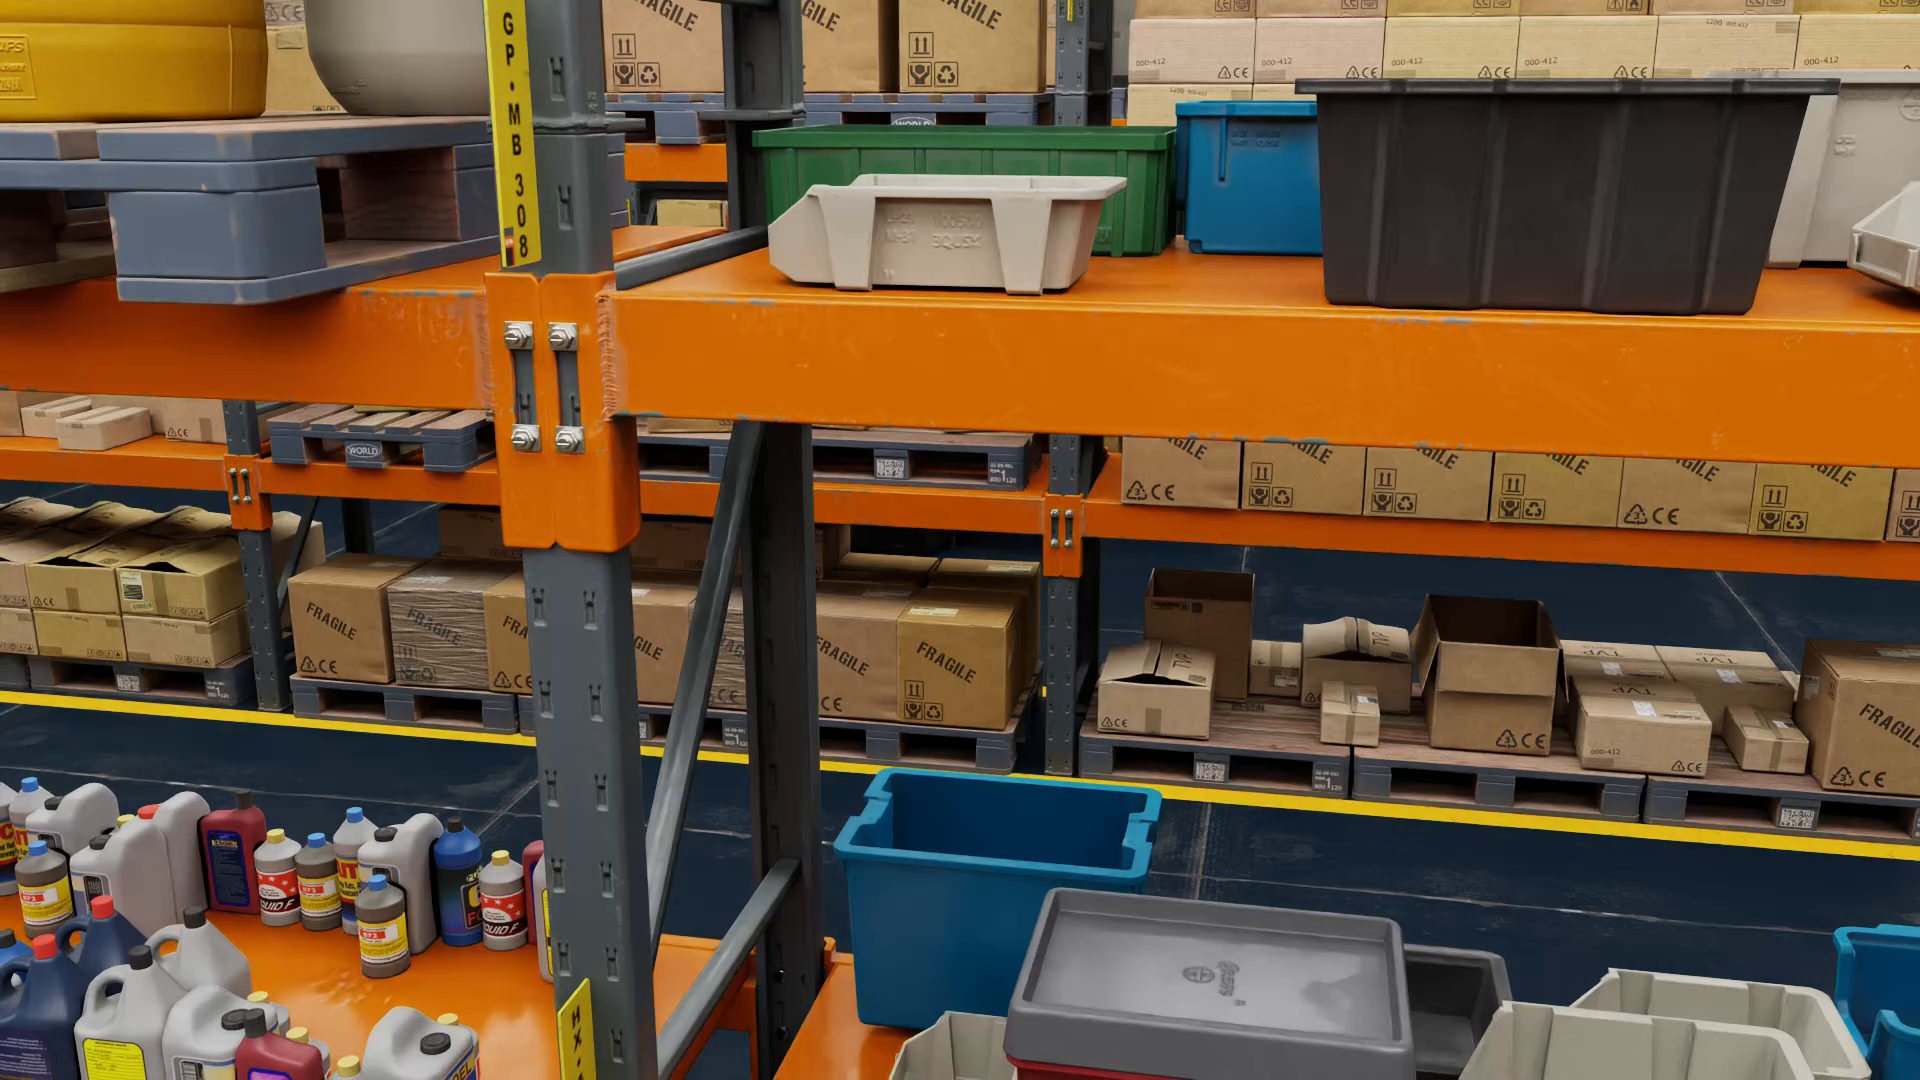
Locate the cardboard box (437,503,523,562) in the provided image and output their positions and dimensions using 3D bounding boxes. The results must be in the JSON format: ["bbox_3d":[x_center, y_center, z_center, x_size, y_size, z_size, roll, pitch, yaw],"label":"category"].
[{"bbox_3d":[-2.353,-0.087,8.642,0.500,0.250,0.500,4,16,13],"label":"cardboard box"}]

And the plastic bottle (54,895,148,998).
[{"bbox_3d":[-1.561,0.813,3.032,0.185,0.351,0.144,3,16,11],"label":"plastic bottle"}]

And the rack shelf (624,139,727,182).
[{"bbox_3d":[-1.412,-1.701,7.743,4.000,0.370,1.077,3,16,11],"label":"rack shelf"}]

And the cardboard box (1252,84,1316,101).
[{"bbox_3d":[1.464,-1.751,6.856,0.500,0.250,0.500,3,16,11],"label":"cardboard box"}]

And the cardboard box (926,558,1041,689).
[{"bbox_3d":[0.122,0.407,8.261,0.500,0.500,0.500,2,16,9],"label":"cardboard box"}]

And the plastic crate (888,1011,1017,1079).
[{"bbox_3d":[-0.015,0.960,2.789,0.243,0.136,0.396,3,16,11],"label":"plastic crate"}]

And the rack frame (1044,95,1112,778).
[{"bbox_3d":[0.548,-0.496,7.663,0.127,3.000,1.000,3,16,11],"label":"rack frame"}]

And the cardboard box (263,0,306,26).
[{"bbox_3d":[-2.946,-2.659,7.794,0.500,0.500,0.500,3,16,11],"label":"cardboard box"}]

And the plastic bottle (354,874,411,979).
[{"bbox_3d":[-1.186,0.785,3.410,0.097,0.201,0.097,0,15,0],"label":"plastic bottle"}]

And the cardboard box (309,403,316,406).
[{"bbox_3d":[-5.067,-1.176,13.976,0.500,0.500,0.700,3,16,10],"label":"cardboard box"}]

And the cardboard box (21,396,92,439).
[{"bbox_3d":[-4.633,-0.641,8.657,0.250,0.149,0.380,4,16,15],"label":"cardboard box"}]

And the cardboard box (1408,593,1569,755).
[{"bbox_3d":[2.390,0.594,7.582,0.637,0.503,0.797,3,16,11],"label":"cardboard box"}]

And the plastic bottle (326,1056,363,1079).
[{"bbox_3d":[-1.013,0.960,2.779,0.097,0.201,0.097,0,15,0],"label":"plastic bottle"}]

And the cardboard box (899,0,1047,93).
[{"bbox_3d":[0.069,-2.286,7.346,0.600,0.600,0.600,2,16,6],"label":"cardboard box"}]

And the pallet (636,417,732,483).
[{"bbox_3d":[-1.465,-0.514,8.088,1.213,0.211,1.003,3,16,11],"label":"pallet"}]

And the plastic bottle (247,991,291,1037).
[{"bbox_3d":[-1.245,0.906,2.975,0.097,0.201,0.097,0,15,0],"label":"plastic bottle"}]

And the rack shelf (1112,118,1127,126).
[{"bbox_3d":[-0.429,-2.997,12.422,4.000,0.370,1.077,3,16,11],"label":"rack shelf"}]

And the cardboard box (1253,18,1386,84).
[{"bbox_3d":[1.465,-1.993,6.794,0.500,0.250,0.500,3,16,11],"label":"cardboard box"}]

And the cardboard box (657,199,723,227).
[{"bbox_3d":[-1.967,-2.474,12.618,0.500,0.250,0.500,3,16,12],"label":"cardboard box"}]

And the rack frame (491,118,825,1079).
[{"bbox_3d":[-0.443,0.800,2.986,0.127,3.000,1.000,3,16,11],"label":"rack frame"}]

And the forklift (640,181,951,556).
[{"bbox_3d":[-1.502,-1.493,11.392,3.031,2.935,1.130,4,16,15],"label":"forklift"}]

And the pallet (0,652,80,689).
[{"bbox_3d":[-5.363,0.516,9.235,1.213,0.211,1.003,3,16,11],"label":"pallet"}]

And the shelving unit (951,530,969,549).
[{"bbox_3d":[0.356,-0.691,11.178,0.755,1.500,0.431,4,16,15],"label":"shelving unit"}]

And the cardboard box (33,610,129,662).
[{"bbox_3d":[-4.442,0.423,8.709,0.500,0.250,0.500,3,16,10],"label":"cardboard box"}]

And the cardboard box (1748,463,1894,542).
[{"bbox_3d":[3.465,-0.311,6.807,0.500,0.500,0.500,3,16,12],"label":"cardboard box"}]

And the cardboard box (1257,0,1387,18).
[{"bbox_3d":[1.494,-2.392,6.829,0.500,0.500,0.700,3,16,11],"label":"cardboard box"}]

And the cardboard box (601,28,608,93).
[{"bbox_3d":[-1.929,-2.133,7.768,0.500,0.500,0.910,3,16,11],"label":"cardboard box"}]

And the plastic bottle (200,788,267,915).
[{"bbox_3d":[-1.588,0.678,3.646,0.133,0.283,0.061,3,16,11],"label":"plastic bottle"}]

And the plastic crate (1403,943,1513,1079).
[{"bbox_3d":[0.707,0.893,3.054,0.590,0.125,0.437,3,16,11],"label":"plastic crate"}]

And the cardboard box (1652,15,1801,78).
[{"bbox_3d":[2.934,-1.912,6.501,0.500,0.250,0.500,3,16,11],"label":"cardboard box"}]

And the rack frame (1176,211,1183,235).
[{"bbox_3d":[1.531,-1.792,12.342,0.127,3.000,1.000,3,16,11],"label":"rack frame"}]

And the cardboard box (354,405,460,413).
[{"bbox_3d":[-2.733,-0.955,8.348,0.500,0.500,0.700,-2,16,-8],"label":"cardboard box"}]

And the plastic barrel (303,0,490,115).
[{"bbox_3d":[-0.909,-1.007,2.849,0.433,0.535,0.433,0,15,0],"label":"plastic barrel"}]

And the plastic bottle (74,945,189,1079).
[{"bbox_3d":[-1.409,0.860,2.860,0.185,0.351,0.144,3,16,11],"label":"plastic bottle"}]

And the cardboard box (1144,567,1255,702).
[{"bbox_3d":[1.163,0.453,8.097,0.500,0.500,0.500,3,16,11],"label":"cardboard box"}]

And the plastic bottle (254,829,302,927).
[{"bbox_3d":[-1.478,0.728,3.617,0.097,0.201,0.097,0,15,0],"label":"plastic bottle"}]

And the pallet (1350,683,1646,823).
[{"bbox_3d":[2.420,0.949,7.671,1.213,0.211,1.003,3,16,11],"label":"pallet"}]

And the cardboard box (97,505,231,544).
[{"bbox_3d":[-4.343,0.013,9.138,0.500,0.311,0.500,3,16,10],"label":"cardboard box"}]

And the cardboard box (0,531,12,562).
[{"bbox_3d":[-5.430,0.100,8.827,0.500,0.311,0.500,4,16,13],"label":"cardboard box"}]

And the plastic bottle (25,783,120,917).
[{"bbox_3d":[-1.955,0.674,3.674,0.135,0.276,0.152,3,16,11],"label":"plastic bottle"}]

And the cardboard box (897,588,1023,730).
[{"bbox_3d":[0.007,0.545,7.762,0.500,0.500,0.500,3,16,11],"label":"cardboard box"}]

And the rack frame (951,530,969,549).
[{"bbox_3d":[0.002,-0.717,11.270,0.023,1.500,0.400,4,16,15],"label":"rack frame"}]

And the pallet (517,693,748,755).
[{"bbox_3d":[-1.456,0.750,8.388,1.213,0.211,1.003,3,16,11],"label":"pallet"}]

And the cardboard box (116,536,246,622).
[{"bbox_3d":[-3.934,0.180,8.536,0.500,0.311,0.500,4,16,13],"label":"cardboard box"}]

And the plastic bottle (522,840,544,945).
[{"bbox_3d":[-0.848,0.718,3.501,0.133,0.283,0.061,3,16,11],"label":"plastic bottle"}]

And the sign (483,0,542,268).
[{"bbox_3d":[-0.555,-0.506,2.065,0.005,0.325,0.100,3,16,11],"label":"sign"}]

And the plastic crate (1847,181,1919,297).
[{"bbox_3d":[1.402,-0.351,2.015,0.530,0.136,0.437,3,16,11],"label":"plastic crate"}]

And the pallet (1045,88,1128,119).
[{"bbox_3d":[0.623,-3.181,12.097,1.217,0.209,0.805,2,16,9],"label":"pallet"}]

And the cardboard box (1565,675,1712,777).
[{"bbox_3d":[2.961,0.807,7.286,0.500,0.250,0.500,3,16,11],"label":"cardboard box"}]

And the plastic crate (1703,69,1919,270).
[{"bbox_3d":[1.366,-0.575,2.550,0.530,0.282,0.437,3,16,11],"label":"plastic crate"}]

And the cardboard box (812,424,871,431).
[{"bbox_3d":[-0.558,-0.850,7.968,0.500,0.500,0.700,6,16,20],"label":"cardboard box"}]

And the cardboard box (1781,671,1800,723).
[{"bbox_3d":[3.881,0.745,7.668,0.250,0.166,0.380,3,16,11],"label":"cardboard box"}]

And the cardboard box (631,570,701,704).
[{"bbox_3d":[-1.466,0.464,8.057,0.500,0.500,0.500,3,16,9],"label":"cardboard box"}]

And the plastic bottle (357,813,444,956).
[{"bbox_3d":[-1.179,0.716,3.522,0.135,0.276,0.152,3,16,11],"label":"plastic bottle"}]

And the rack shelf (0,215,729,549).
[{"bbox_3d":[-2.403,-0.406,3.066,4.000,0.370,1.077,3,16,11],"label":"rack shelf"}]

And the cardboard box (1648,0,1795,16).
[{"bbox_3d":[2.976,-2.329,6.602,0.500,0.500,0.700,3,16,11],"label":"cardboard box"}]

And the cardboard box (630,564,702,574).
[{"bbox_3d":[-1.386,0.326,8.554,0.500,0.500,0.500,3,16,9],"label":"cardboard box"}]

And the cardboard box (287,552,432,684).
[{"bbox_3d":[-2.983,0.383,8.349,0.500,0.500,0.500,4,16,13],"label":"cardboard box"}]

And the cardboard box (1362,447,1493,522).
[{"bbox_3d":[1.985,-0.392,7.101,0.500,0.500,0.500,3,16,11],"label":"cardboard box"}]
